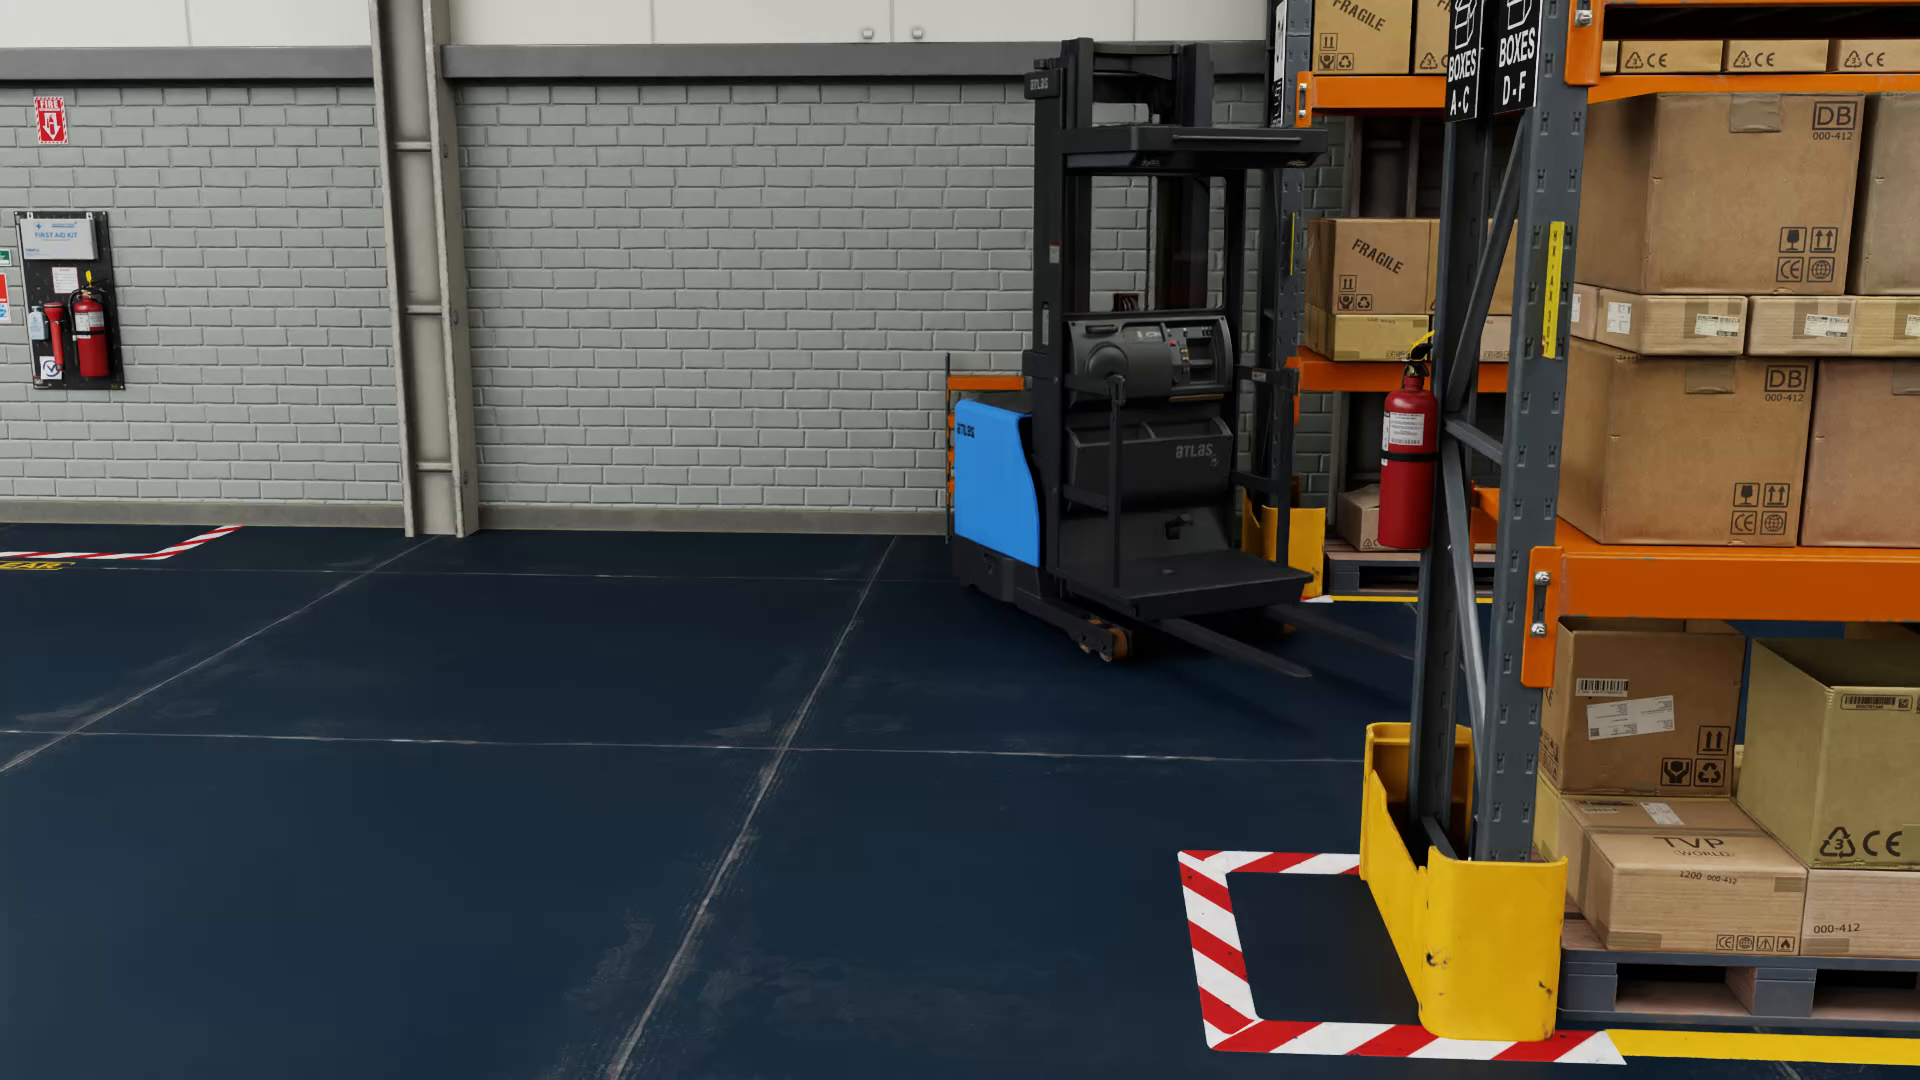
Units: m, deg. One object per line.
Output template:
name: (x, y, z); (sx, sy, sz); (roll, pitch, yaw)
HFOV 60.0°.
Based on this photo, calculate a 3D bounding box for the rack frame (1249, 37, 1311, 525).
rack frame: (1.809, -1.270, 9.514); (0.127, 3.000, 1.000); (1, 12, 4)

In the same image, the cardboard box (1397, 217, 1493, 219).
cardboard box: (2.795, -1.602, 9.585); (0.500, 0.500, 0.500); (1, 12, 5)

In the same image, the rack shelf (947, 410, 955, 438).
rack shelf: (0.166, -0.736, 10.595); (0.480, 0.148, 0.258); (1, 12, 3)

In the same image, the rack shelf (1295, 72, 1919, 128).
rack shelf: (3.805, -2.359, 9.150); (4.000, 0.370, 1.077); (1, 12, 4)

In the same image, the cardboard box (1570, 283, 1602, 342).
cardboard box: (1.876, -0.658, 4.761); (0.250, 0.149, 0.380); (1, 12, 3)

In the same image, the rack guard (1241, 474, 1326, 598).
rack guard: (1.885, -0.046, 9.765); (0.348, 0.500, 1.175); (1, 12, 4)

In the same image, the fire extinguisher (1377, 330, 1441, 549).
fire extinguisher: (1.395, -0.317, 5.146); (0.183, 0.674, 0.296); (1, 12, 4)

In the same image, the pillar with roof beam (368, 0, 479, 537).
pillar with roof beam: (-3.709, -3.576, 5.887); (0.400, 9.000, 9.100); (1, 12, 4)

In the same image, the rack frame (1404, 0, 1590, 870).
rack frame: (1.482, -0.258, 4.676); (0.127, 3.000, 1.000); (1, 12, 4)

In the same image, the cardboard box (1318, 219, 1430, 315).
cardboard box: (2.266, -1.506, 9.126); (0.500, 0.500, 0.500); (1, 12, 4)

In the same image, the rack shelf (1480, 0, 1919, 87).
rack shelf: (3.478, -1.347, 4.312); (4.000, 0.370, 1.077); (1, 12, 4)

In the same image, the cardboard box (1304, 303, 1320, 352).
cardboard box: (2.289, -1.240, 9.686); (0.500, 0.250, 0.500); (1, 12, 5)

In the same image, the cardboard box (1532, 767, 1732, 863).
cardboard box: (2.037, 0.829, 5.168); (0.500, 0.250, 0.500); (1, 12, 4)

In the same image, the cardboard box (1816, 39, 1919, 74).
cardboard box: (4.776, -2.708, 8.771); (0.500, 0.500, 0.500); (0, 12, -1)

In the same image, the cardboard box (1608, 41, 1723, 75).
cardboard box: (3.714, -2.718, 8.815); (0.500, 0.500, 0.500); (2, 12, 7)

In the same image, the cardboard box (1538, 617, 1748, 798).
cardboard box: (2.037, 0.462, 5.094); (0.500, 0.500, 0.500); (1, 12, 4)

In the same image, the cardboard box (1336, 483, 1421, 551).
cardboard box: (2.494, -0.142, 9.611); (0.500, 0.311, 0.500); (-1, 12, -3)

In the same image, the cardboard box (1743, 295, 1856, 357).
cardboard box: (2.123, -0.572, 4.349); (0.250, 0.149, 0.380); (0, 12, 2)

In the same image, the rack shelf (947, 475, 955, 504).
rack shelf: (0.166, -0.323, 10.681); (0.480, 0.148, 0.258); (1, 12, 3)

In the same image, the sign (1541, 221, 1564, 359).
sign: (1.439, -0.607, 4.038); (0.005, 0.325, 0.100); (1, 12, 4)

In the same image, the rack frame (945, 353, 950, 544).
rack frame: (-0.078, -0.586, 10.640); (0.015, 1.200, 0.240); (1, 12, 3)

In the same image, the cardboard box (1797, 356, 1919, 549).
cardboard box: (2.471, -0.292, 4.593); (0.500, 0.500, 0.700); (1, 12, 5)

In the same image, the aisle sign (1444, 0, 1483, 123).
aisle sign: (1.436, -1.592, 4.701); (0.004, 0.787, 0.394); (1, 12, 4)

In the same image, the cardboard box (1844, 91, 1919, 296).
cardboard box: (2.525, -0.926, 4.458); (0.500, 0.500, 0.700); (0, 12, 2)

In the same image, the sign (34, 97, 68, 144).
sign: (-5.886, -2.716, 10.765); (0.199, 0.298, 0.001); (1, 12, 4)

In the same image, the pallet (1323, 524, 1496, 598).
pallet: (2.693, 0.114, 9.707); (1.213, 0.211, 1.003); (1, 12, 4)

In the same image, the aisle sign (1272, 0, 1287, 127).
aisle sign: (1.717, -2.482, 8.960); (0.004, 0.787, 0.394); (1, 12, 4)

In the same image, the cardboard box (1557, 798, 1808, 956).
cardboard box: (2.002, 0.935, 4.662); (0.500, 0.250, 0.500); (1, 12, 4)

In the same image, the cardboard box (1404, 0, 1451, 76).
cardboard box: (2.660, -2.727, 8.859); (0.500, 0.500, 0.500); (2, 12, 8)

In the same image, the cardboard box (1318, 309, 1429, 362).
cardboard box: (2.275, -1.135, 9.186); (0.500, 0.250, 0.500); (0, 12, 2)

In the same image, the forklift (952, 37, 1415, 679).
forklift: (1.057, -0.951, 8.158); (1.130, 2.935, 3.031); (-6, 13, -26)

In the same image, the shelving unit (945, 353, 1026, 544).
shelving unit: (0.166, -0.583, 10.627); (0.503, 1.200, 0.258); (1, 12, 3)
